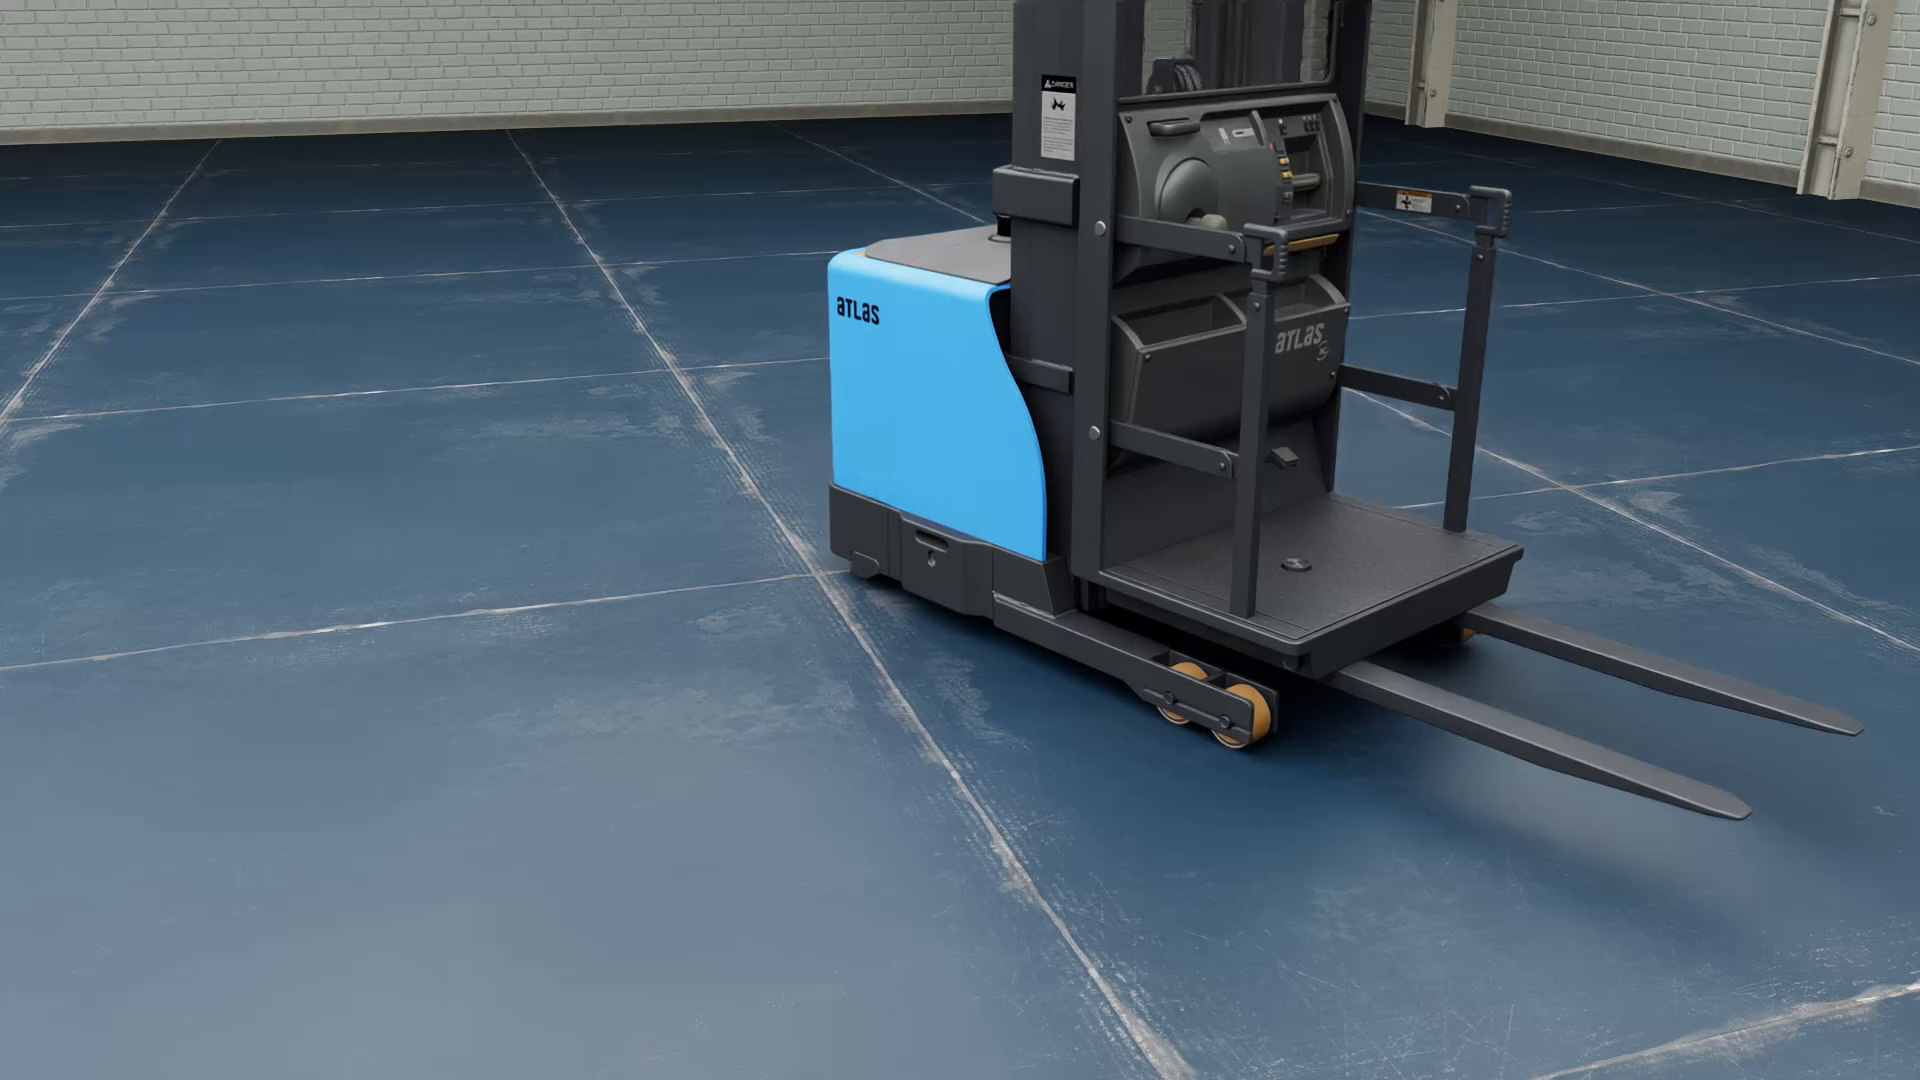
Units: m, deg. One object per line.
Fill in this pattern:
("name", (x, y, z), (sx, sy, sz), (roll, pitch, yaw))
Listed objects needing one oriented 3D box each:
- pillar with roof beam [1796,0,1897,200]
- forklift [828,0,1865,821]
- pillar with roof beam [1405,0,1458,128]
("pillar with roof beam", (3.208, -6.670, 11.174), (9.100, 9.000, 0.400), (-6, 21, -17))
("forklift", (0.920, -1.024, 4.432), (1.130, 2.935, 3.031), (-17, 26, -39))
("pillar with roof beam", (1.323, -8.595, 16.535), (9.100, 9.000, 0.400), (-6, 21, -17))
